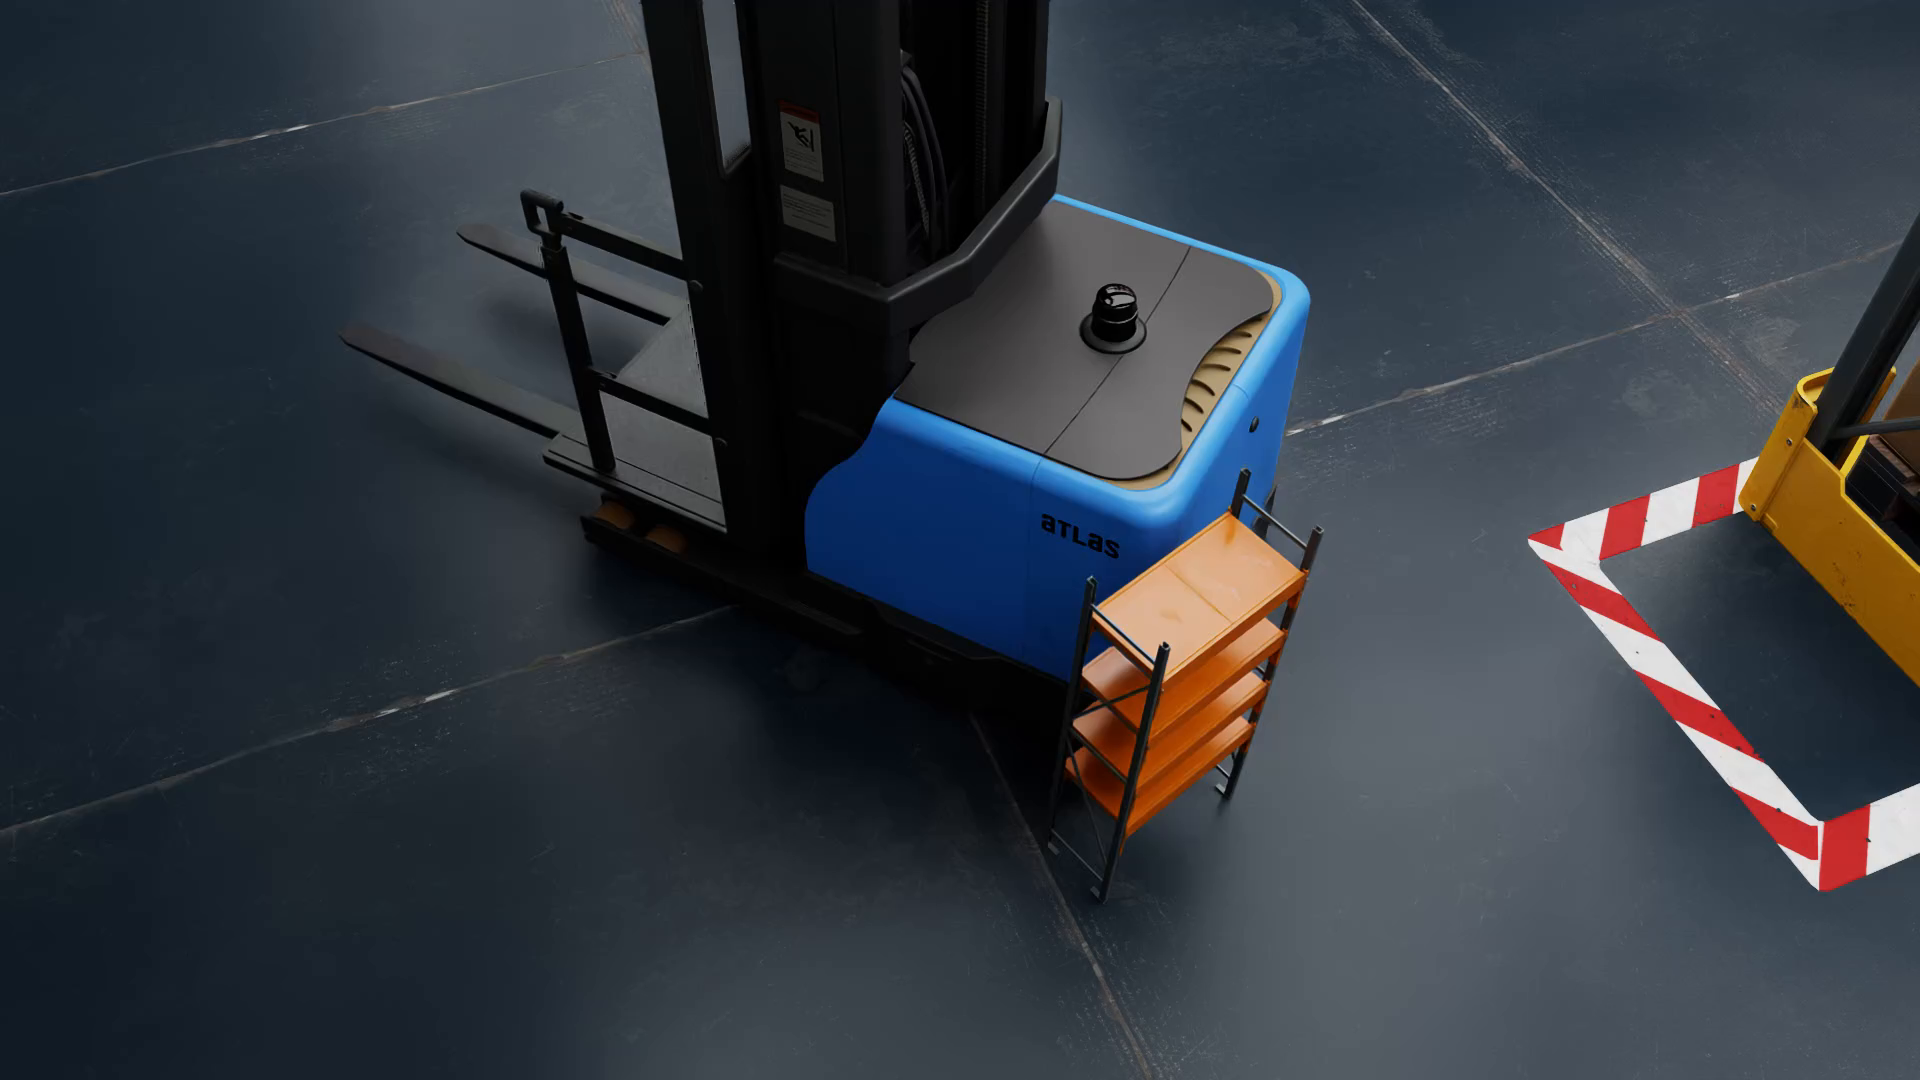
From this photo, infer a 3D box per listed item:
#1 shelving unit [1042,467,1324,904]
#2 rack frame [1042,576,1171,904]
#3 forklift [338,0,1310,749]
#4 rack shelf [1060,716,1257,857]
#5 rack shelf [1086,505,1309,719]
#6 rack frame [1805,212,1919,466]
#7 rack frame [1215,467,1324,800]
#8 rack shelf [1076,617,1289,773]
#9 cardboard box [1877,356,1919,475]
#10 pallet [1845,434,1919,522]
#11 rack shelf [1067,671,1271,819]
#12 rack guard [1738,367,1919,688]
[{"bbox_3d":[0.516,0.400,4.105,0.503,1.200,0.258,-34,61,-25],"label":"shelving unit"},{"bbox_3d":[0.333,0.523,4.000,0.015,1.200,0.240,-34,61,-25],"label":"rack frame"},{"bbox_3d":[-0.590,-1.171,4.324,3.031,2.935,1.130,22,53,18],"label":"forklift"},{"bbox_3d":[0.505,0.564,4.315,0.480,0.148,0.258,-34,61,-25],"label":"rack shelf"},{"bbox_3d":[0.532,0.159,3.795,0.480,0.148,0.258,-34,61,-25],"label":"rack shelf"},{"bbox_3d":[2.797,-0.740,3.908,0.127,3.000,1.000,-17,52,-14],"label":"rack frame"},{"bbox_3d":[0.699,0.278,4.210,0.015,1.200,0.240,-34,61,-25],"label":"rack frame"},{"bbox_3d":[0.522,0.304,3.982,0.480,0.148,0.258,-34,61,-25],"label":"rack shelf"},{"bbox_3d":[3.207,-0.397,4.972,0.500,0.500,0.500,-17,52,-14],"label":"cardboard box"},{"bbox_3d":[3.605,-0.082,5.182,1.213,0.211,1.003,-17,52,-14],"label":"pallet"},{"bbox_3d":[0.513,0.442,4.158,0.480,0.148,0.258,-34,61,-25],"label":"rack shelf"},{"bbox_3d":[2.867,0.053,4.875,0.348,0.500,1.175,-17,52,-14],"label":"rack guard"}]
